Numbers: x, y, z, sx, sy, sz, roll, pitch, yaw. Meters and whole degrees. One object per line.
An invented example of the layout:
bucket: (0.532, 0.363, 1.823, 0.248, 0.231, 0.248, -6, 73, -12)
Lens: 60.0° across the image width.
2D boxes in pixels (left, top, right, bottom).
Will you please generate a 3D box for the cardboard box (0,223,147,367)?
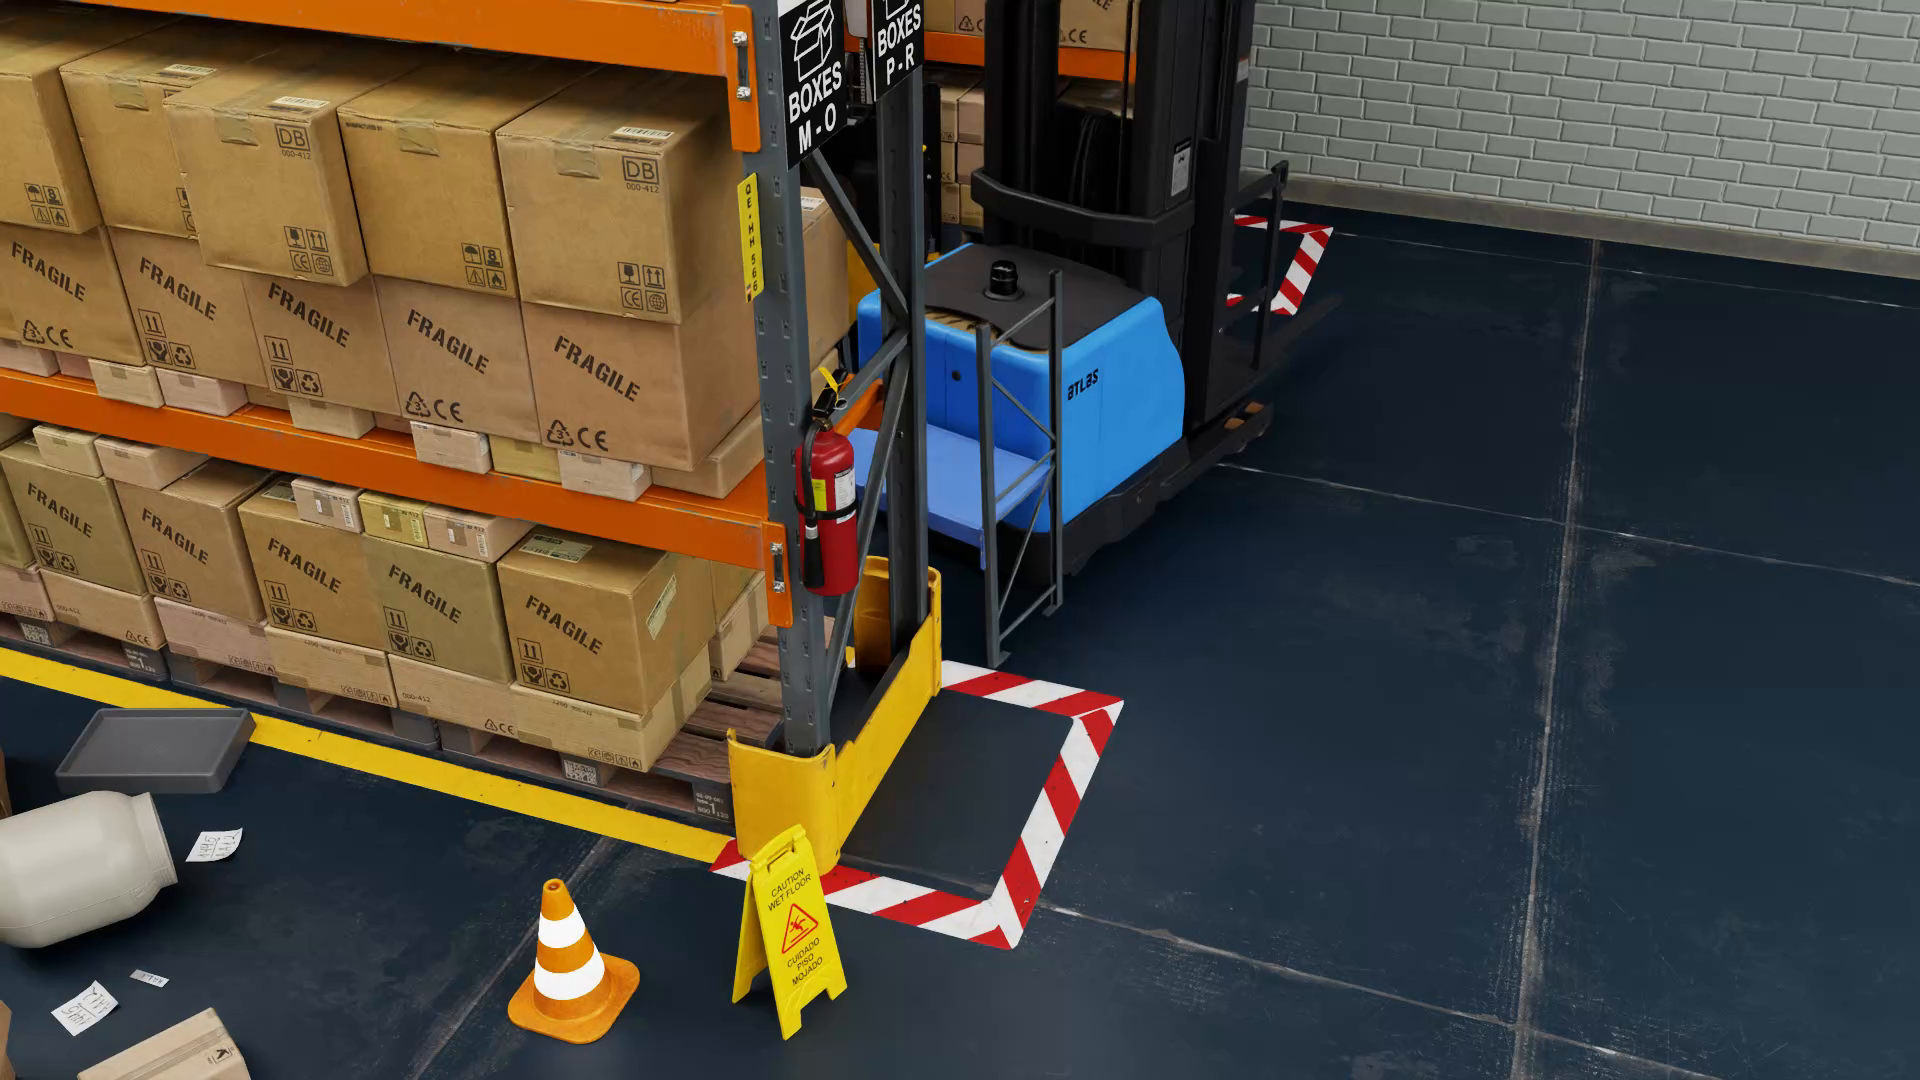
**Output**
cardboard box: (-2.836, -0.945, 5.582, 0.500, 0.500, 0.500, 11, 34, 16)

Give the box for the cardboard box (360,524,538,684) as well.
cardboard box: (-1.674, 0.109, 5.772, 0.500, 0.500, 0.500, 12, 35, 18)

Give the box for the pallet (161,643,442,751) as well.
pallet: (-2.309, 0.319, 6.561, 1.213, 0.211, 1.003, 11, 34, 16)

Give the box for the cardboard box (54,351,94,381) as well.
cardboard box: (-2.918, -0.704, 5.806, 0.250, 0.149, 0.380, 11, 34, 16)

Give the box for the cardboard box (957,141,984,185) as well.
cardboard box: (0.299, -2.241, 9.642, 0.500, 0.250, 0.500, 11, 34, 16)

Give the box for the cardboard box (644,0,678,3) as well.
cardboard box: (-0.770, -1.525, 4.312, 0.250, 0.149, 0.380, 11, 34, 17)

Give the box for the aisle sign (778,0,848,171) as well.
aisle sign: (-0.379, -1.380, 4.226, 0.004, 0.787, 0.394, 11, 34, 16)

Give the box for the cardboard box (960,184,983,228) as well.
cardboard box: (0.318, -2.024, 9.768, 0.500, 0.250, 0.500, 11, 34, 16)

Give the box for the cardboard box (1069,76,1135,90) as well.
cardboard box: (0.943, -2.609, 9.751, 0.500, 0.250, 0.500, 10, 34, 16)

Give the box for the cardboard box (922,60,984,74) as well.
cardboard box: (0.004, -2.795, 10.040, 0.500, 0.250, 0.500, 11, 34, 16)

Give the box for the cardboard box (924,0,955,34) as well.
cardboard box: (-0.188, -3.174, 9.308, 0.500, 0.500, 0.500, 10, 34, 16)

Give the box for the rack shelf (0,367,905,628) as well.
rack shelf: (-2.222, -0.511, 5.940, 4.000, 0.370, 1.077, 11, 34, 16)

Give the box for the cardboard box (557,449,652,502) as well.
cardboard box: (-1.040, -0.291, 5.167, 0.250, 0.149, 0.380, 11, 34, 16)

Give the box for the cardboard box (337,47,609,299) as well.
cardboard box: (-1.368, -1.113, 4.920, 0.500, 0.500, 0.700, 11, 35, 17)

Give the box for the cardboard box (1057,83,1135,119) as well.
cardboard box: (0.793, -2.349, 9.349, 0.500, 0.250, 0.500, 12, 35, 18)

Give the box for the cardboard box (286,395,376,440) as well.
cardboard box: (-1.991, -0.499, 5.490, 0.250, 0.149, 0.380, 11, 34, 16)

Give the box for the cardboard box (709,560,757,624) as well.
cardboard box: (-1.028, -0.077, 6.060, 0.500, 0.500, 0.500, 10, 34, 15)

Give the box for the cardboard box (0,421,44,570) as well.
cardboard box: (-3.641, -0.270, 6.359, 0.500, 0.500, 0.500, 13, 35, 19)

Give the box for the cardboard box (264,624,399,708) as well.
cardboard box: (-2.171, 0.329, 6.123, 0.500, 0.250, 0.500, 10, 34, 15)

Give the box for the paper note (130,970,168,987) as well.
paper note: (-2.507, 1.355, 5.142, 0.123, 0.001, 0.032, 11, 34, 16)

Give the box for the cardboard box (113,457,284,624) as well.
cardboard box: (-2.645, -0.082, 6.068, 0.500, 0.500, 0.500, 13, 35, 19)

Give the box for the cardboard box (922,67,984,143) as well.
cardboard box: (-0.168, -2.527, 9.624, 0.500, 0.250, 0.500, 11, 35, 17)

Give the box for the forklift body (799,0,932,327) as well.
forklift body: (-1.069, -2.042, 8.429, 1.214, 2.155, 2.313, 11, 34, 16)

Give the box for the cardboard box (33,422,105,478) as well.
cardboard box: (-3.059, -0.396, 5.956, 0.250, 0.149, 0.380, 12, 35, 18)

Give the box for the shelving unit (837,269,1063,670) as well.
shelving unit: (-0.180, -0.390, 6.443, 1.048, 1.500, 0.538, 21, 42, 29)

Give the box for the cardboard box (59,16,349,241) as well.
cardboard box: (-2.306, -1.316, 5.234, 0.500, 0.500, 0.700, 11, 34, 16)

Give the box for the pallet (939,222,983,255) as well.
pallet: (0.598, -1.930, 10.044, 1.213, 0.211, 1.003, 11, 34, 16)

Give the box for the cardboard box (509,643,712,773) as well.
cardboard box: (-1.214, 0.516, 5.833, 0.500, 0.250, 0.500, 11, 34, 16)

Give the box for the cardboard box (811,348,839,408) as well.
cardboard box: (-0.589, -0.510, 5.506, 0.250, 0.149, 0.380, 11, 34, 17)

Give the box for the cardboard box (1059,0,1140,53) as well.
cardboard box: (0.780, -2.981, 9.009, 0.500, 0.500, 0.500, 10, 34, 15)

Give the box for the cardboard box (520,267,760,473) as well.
cardboard box: (-0.943, -0.573, 5.006, 0.500, 0.500, 0.500, 10, 34, 16)

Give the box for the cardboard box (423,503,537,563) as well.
cardboard box: (-1.550, -0.103, 5.502, 0.250, 0.149, 0.380, 12, 35, 18)

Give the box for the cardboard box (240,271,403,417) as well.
cardboard box: (-1.883, -0.760, 5.296, 0.500, 0.500, 0.500, 11, 34, 16)

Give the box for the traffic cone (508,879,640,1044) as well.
traffic cone: (-1.180, 1.198, 4.967, 0.334, 0.463, 0.336, 11, 34, 16)

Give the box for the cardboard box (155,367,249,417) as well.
cardboard box: (-2.469, -0.582, 5.617, 0.250, 0.149, 0.380, 11, 34, 16)

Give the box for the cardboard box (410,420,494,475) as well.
cardboard box: (-1.526, -0.380, 5.305, 0.250, 0.149, 0.380, 12, 35, 17)

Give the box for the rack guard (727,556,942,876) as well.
rack guard: (-0.411, 0.589, 5.877, 0.348, 0.500, 1.175, 11, 34, 16)

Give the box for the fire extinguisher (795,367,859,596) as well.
fire extinguisher: (-0.387, -0.159, 4.802, 0.183, 0.674, 0.296, 11, 34, 16)

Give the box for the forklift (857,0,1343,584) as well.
forklift: (0.854, -1.790, 7.320, 1.130, 2.935, 3.031, 23, 39, 31)

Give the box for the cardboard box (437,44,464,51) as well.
cardboard box: (-2.929, -2.983, 10.907, 0.625, 0.625, 0.875, 13, 35, 19)

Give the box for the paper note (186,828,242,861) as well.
paper note: (-2.521, 1.030, 5.627, 0.148, 0.019, 0.142, 0, 33, 0)

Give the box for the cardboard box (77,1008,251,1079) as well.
cardboard box: (-2.254, 1.542, 4.725, 0.380, 0.149, 0.250, -25, 40, -33)

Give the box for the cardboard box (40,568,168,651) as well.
cardboard box: (-3.134, 0.137, 6.420, 0.500, 0.250, 0.500, 13, 35, 19)

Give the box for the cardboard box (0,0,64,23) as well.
cardboard box: (-3.291, -1.471, 5.474, 0.500, 0.500, 0.700, 11, 34, 17)

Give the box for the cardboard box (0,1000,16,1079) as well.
cardboard box: (-2.847, 1.573, 4.350, 0.637, 0.503, 0.797, -11, 35, -17)

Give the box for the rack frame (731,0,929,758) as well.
rack frame: (-0.340, -0.447, 5.178, 0.127, 3.000, 1.000, 11, 34, 16)

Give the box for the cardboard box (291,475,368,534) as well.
cardboard box: (-2.033, -0.199, 5.652, 0.250, 0.149, 0.380, 12, 35, 19)

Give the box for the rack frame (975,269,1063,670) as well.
rack frame: (0.235, -0.231, 6.198, 0.032, 1.500, 0.500, 21, 42, 29)
